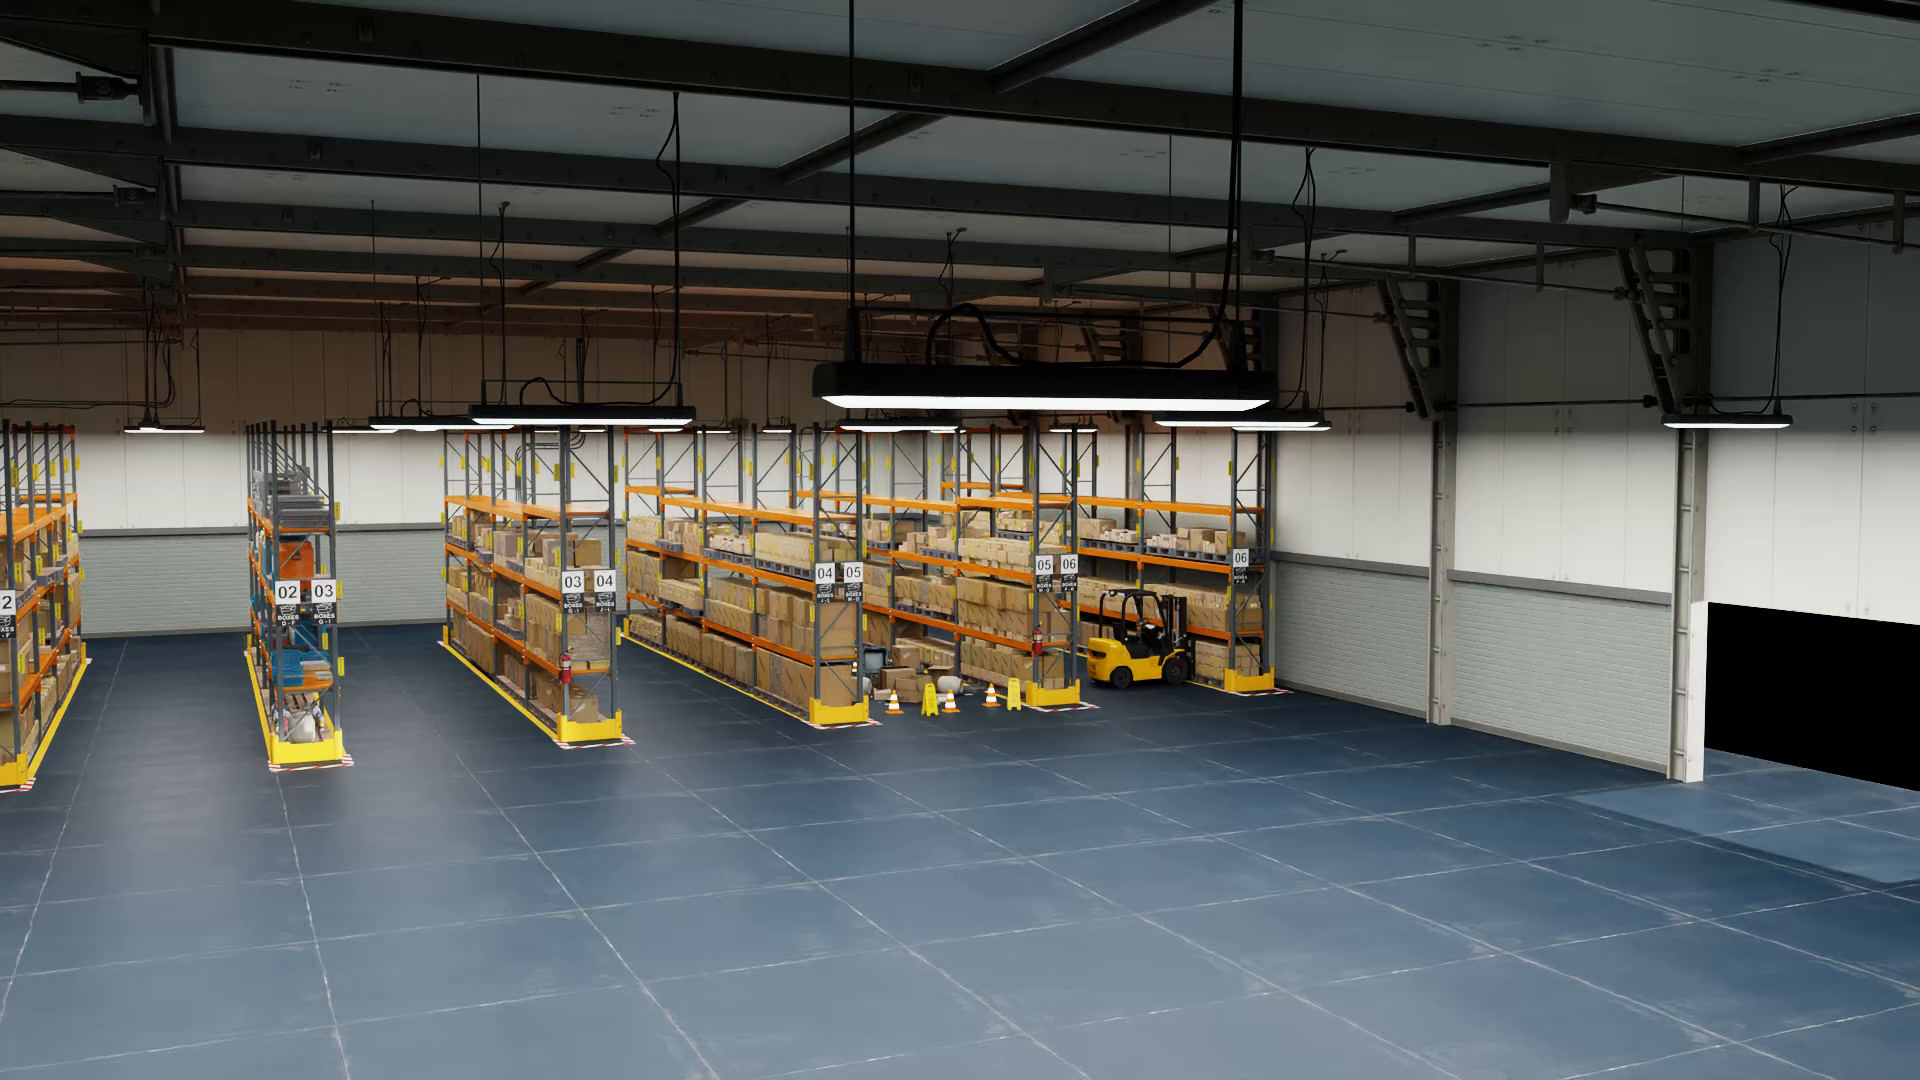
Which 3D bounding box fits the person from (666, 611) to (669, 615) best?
[{"bbox_3d":[-8.902,1.716,49.958,0.480,1.806,0.561,3,5,42],"label":"person"}]
